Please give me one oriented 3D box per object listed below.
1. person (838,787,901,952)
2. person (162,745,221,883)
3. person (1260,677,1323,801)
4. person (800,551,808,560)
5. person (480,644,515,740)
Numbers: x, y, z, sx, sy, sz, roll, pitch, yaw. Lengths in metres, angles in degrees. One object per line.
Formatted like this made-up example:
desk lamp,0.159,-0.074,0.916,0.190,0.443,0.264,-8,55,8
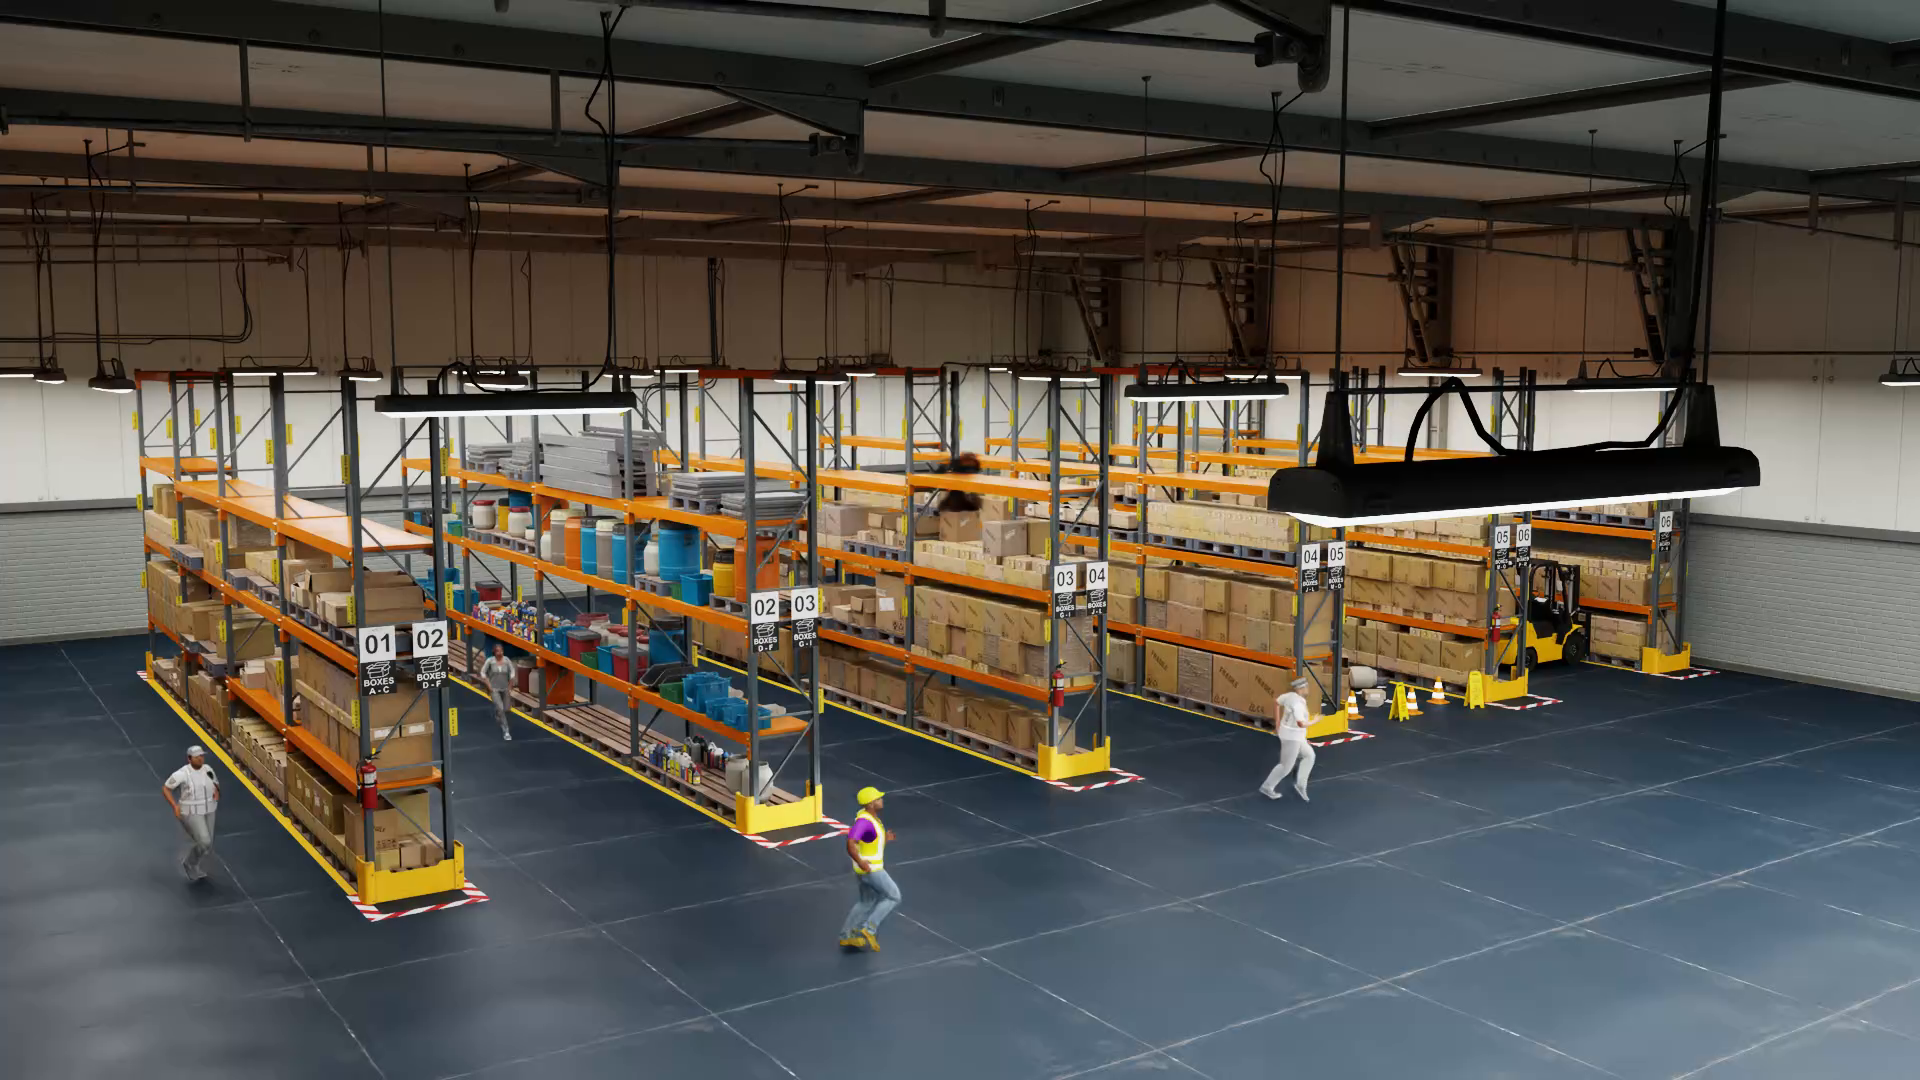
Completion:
person,-0.957,3.481,17.637,0.689,1.752,0.689,-1,7,-9
person,-9.089,3.271,19.866,0.626,1.638,0.579,3,7,28
person,4.672,2.824,23.457,0.864,1.819,0.688,0,6,2
person,-3.911,0.846,41.528,0.573,1.625,0.614,3,7,26
person,-7.617,2.479,27.429,0.559,1.572,0.695,-3,7,-28
